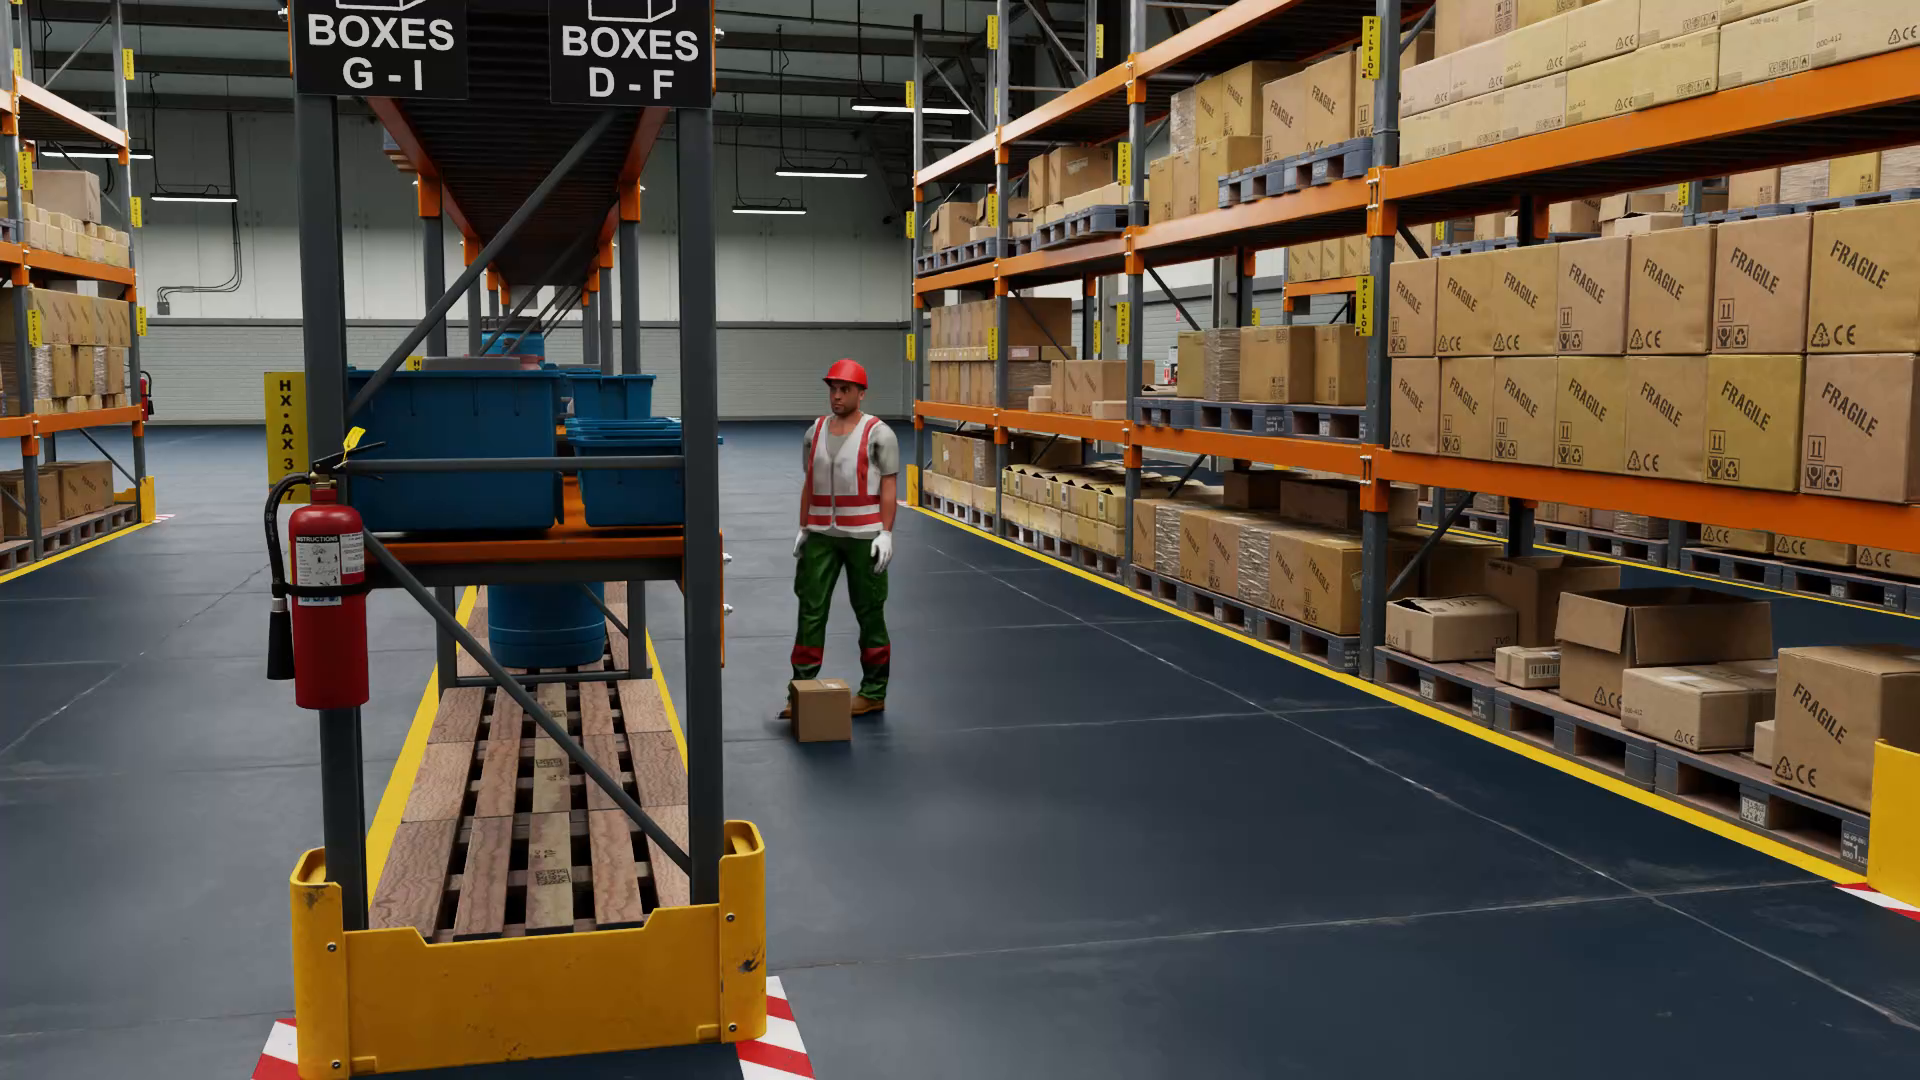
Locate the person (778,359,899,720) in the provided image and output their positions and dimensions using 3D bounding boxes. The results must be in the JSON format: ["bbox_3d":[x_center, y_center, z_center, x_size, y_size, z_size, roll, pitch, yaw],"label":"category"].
[{"bbox_3d":[-0.628,0.003,8.199,0.551,1.786,0.633,2,6,19],"label":"person"}]
